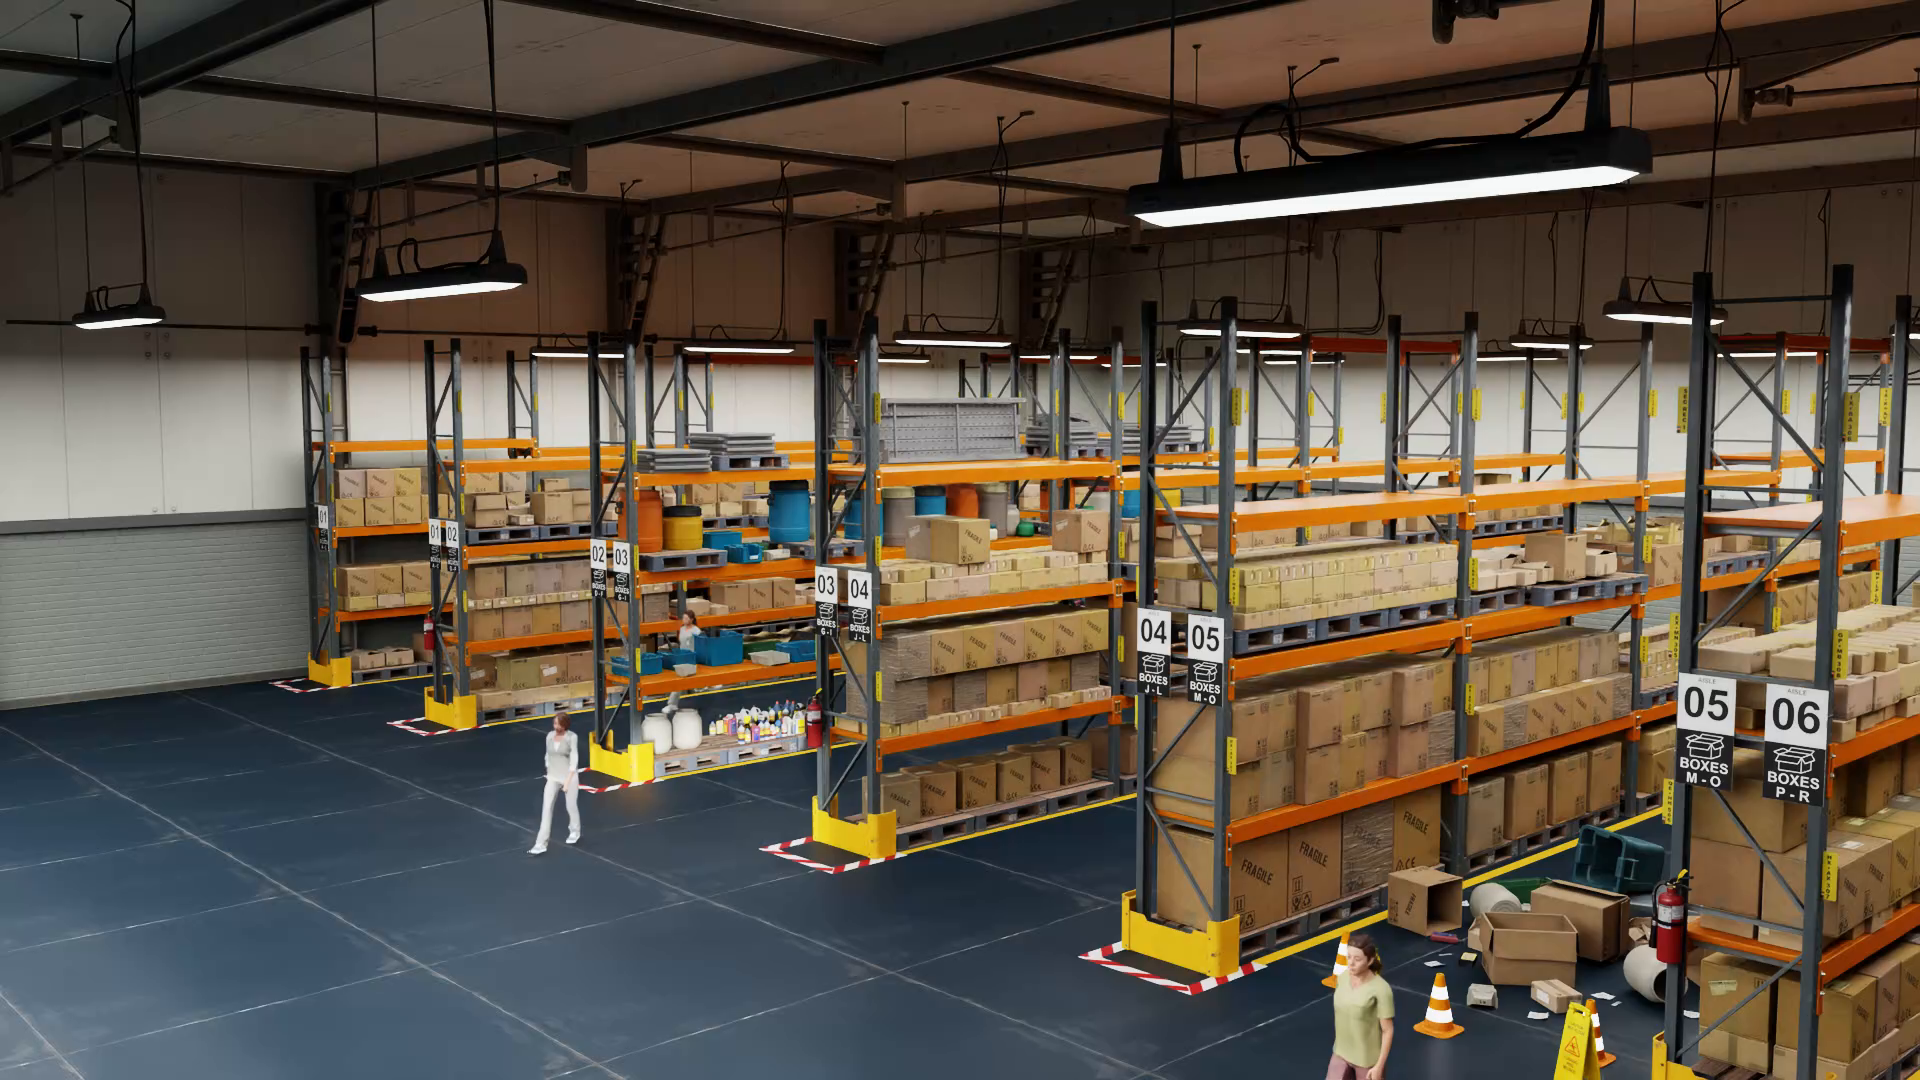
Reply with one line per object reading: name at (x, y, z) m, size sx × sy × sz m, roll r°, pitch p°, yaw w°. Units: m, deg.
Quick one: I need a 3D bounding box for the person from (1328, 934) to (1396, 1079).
person at (2.586, 3.395, 10.797) m, size 0.635 × 1.699 × 0.498 m, roll -4°, pitch 6°, yaw -38°

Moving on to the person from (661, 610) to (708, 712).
person at (-4.436, 1.944, 27.069) m, size 0.480 × 1.611 × 0.967 m, roll 2°, pitch 5°, yaw 21°

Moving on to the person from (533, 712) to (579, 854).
person at (-4.529, 2.723, 18.804) m, size 0.452 × 1.561 × 0.848 m, roll 0°, pitch 5°, yaw 1°
